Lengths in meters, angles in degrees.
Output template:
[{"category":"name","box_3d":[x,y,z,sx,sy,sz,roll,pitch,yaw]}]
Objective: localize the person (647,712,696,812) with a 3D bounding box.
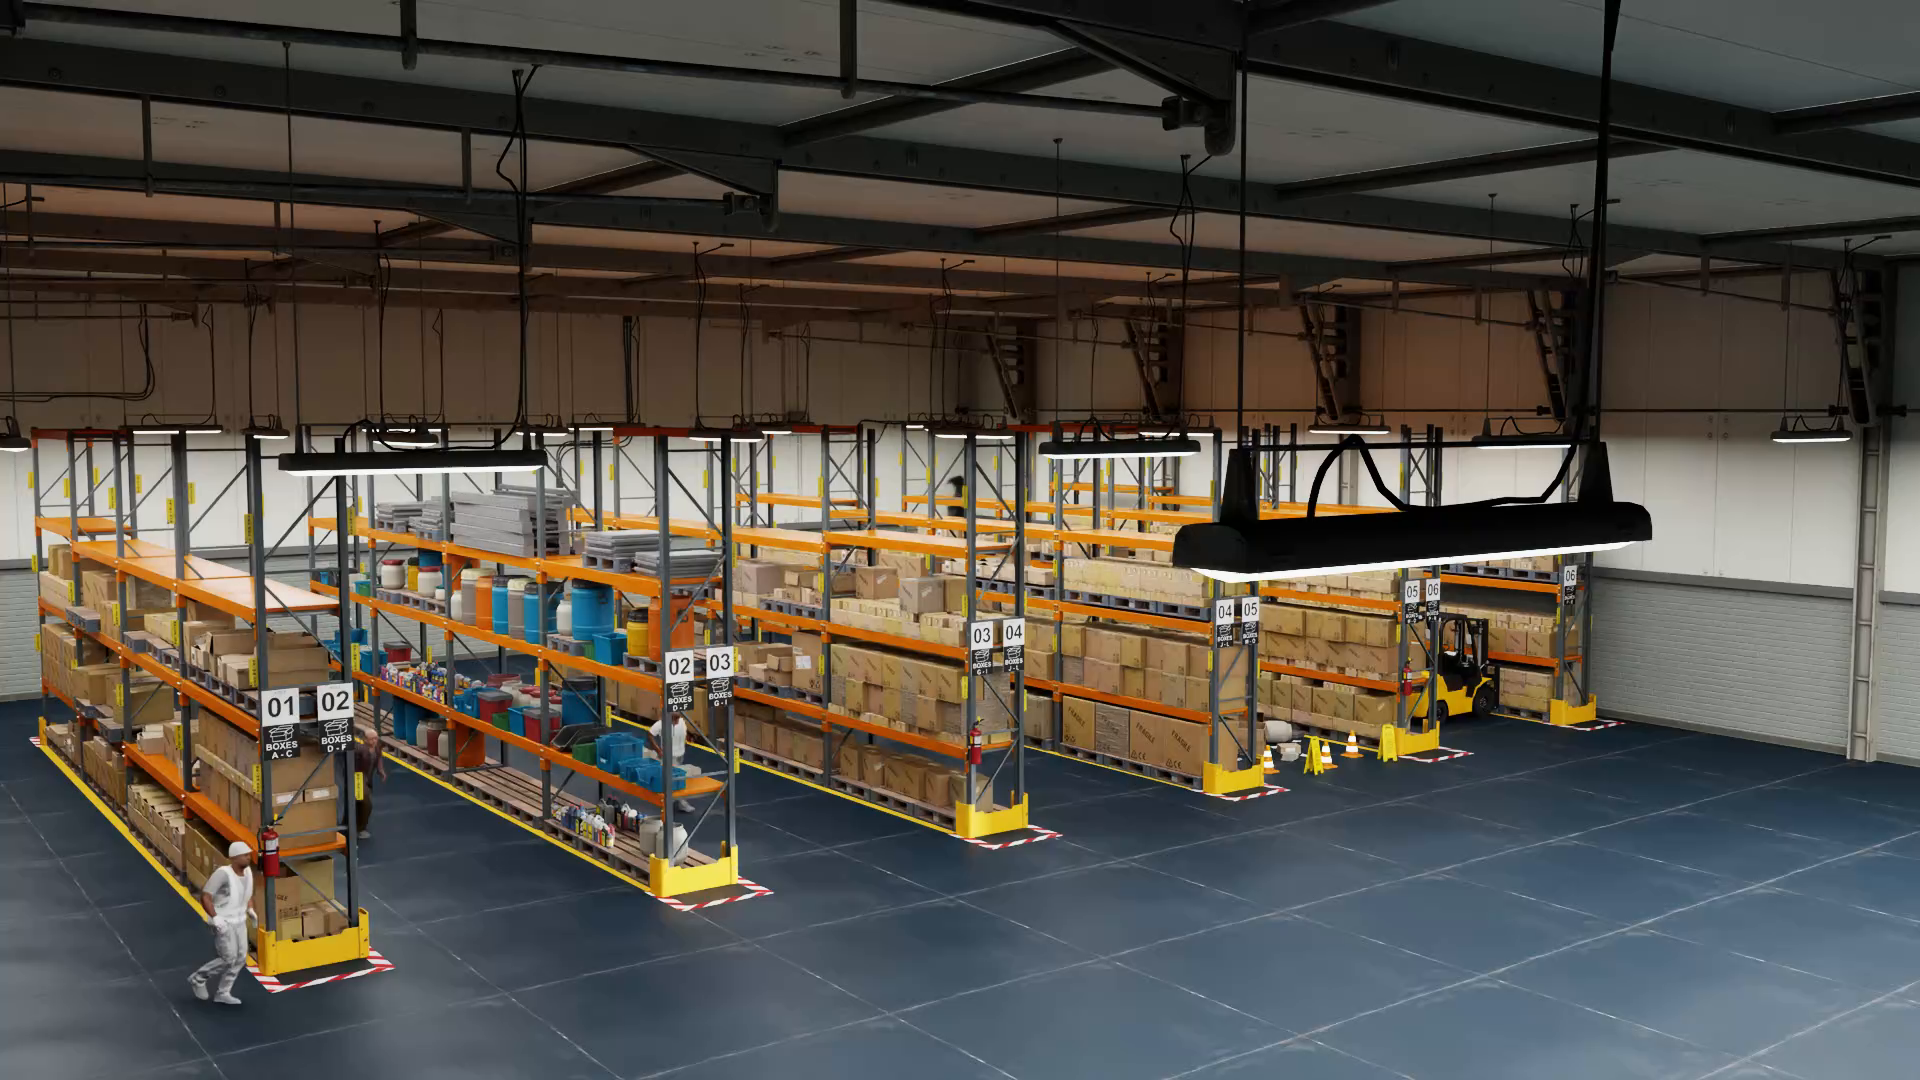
[{"category":"person","box_3d":[-4.543,3.386,26.192,0.870,1.738,0.696,3,5,31]}]

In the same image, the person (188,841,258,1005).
[{"category":"person","box_3d":[-7.872,4.084,17.804,0.652,1.735,0.704,1,5,13]}]

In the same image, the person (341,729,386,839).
[{"category":"person","box_3d":[-8.919,3.581,24.689,0.827,1.653,0.785,1,5,13]}]
